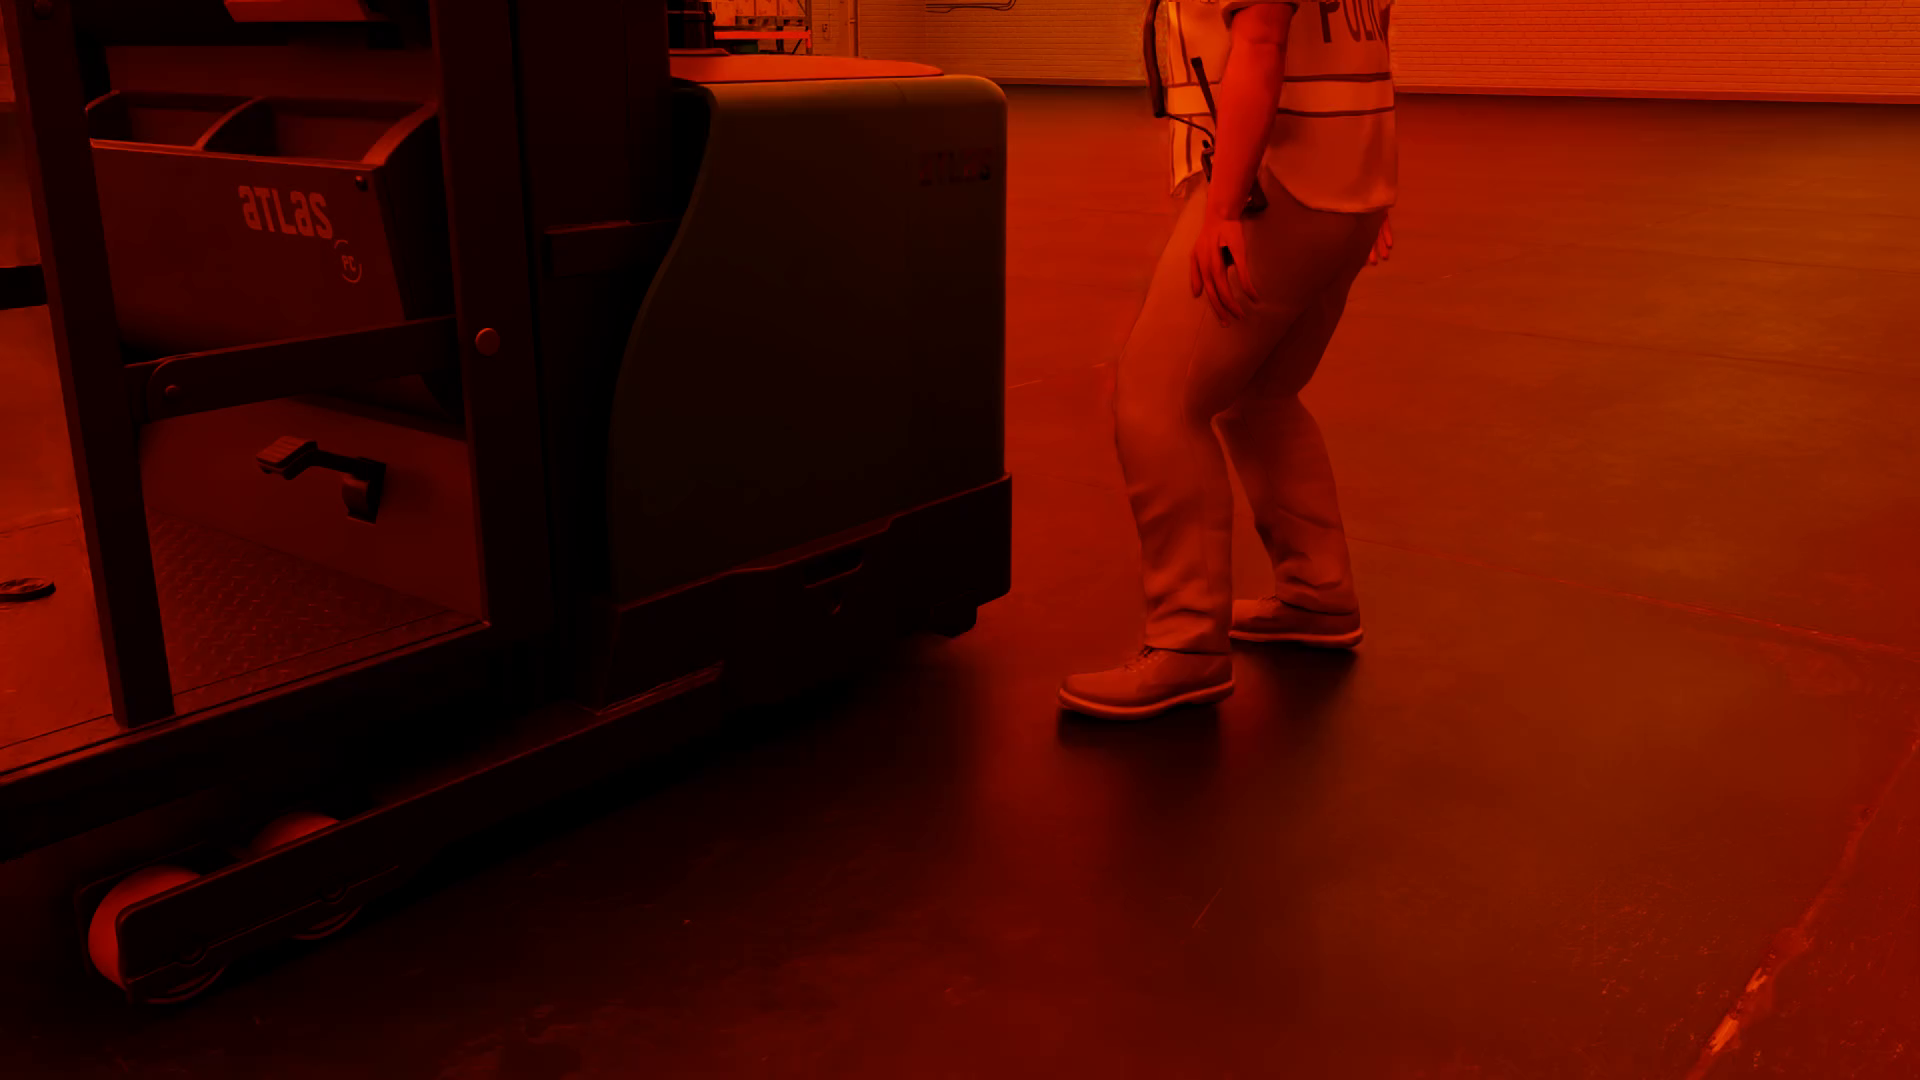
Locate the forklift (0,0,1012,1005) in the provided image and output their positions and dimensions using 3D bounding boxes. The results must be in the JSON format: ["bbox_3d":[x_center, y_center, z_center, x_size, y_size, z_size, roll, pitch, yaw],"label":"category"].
[{"bbox_3d":[-1.202,-0.992,2.164,1.130,2.935,3.031,13,21,36],"label":"forklift"}]

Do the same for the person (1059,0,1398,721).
[{"bbox_3d":[0.531,-0.591,2.954,0.425,1.722,0.874,9,19,27],"label":"person"}]
